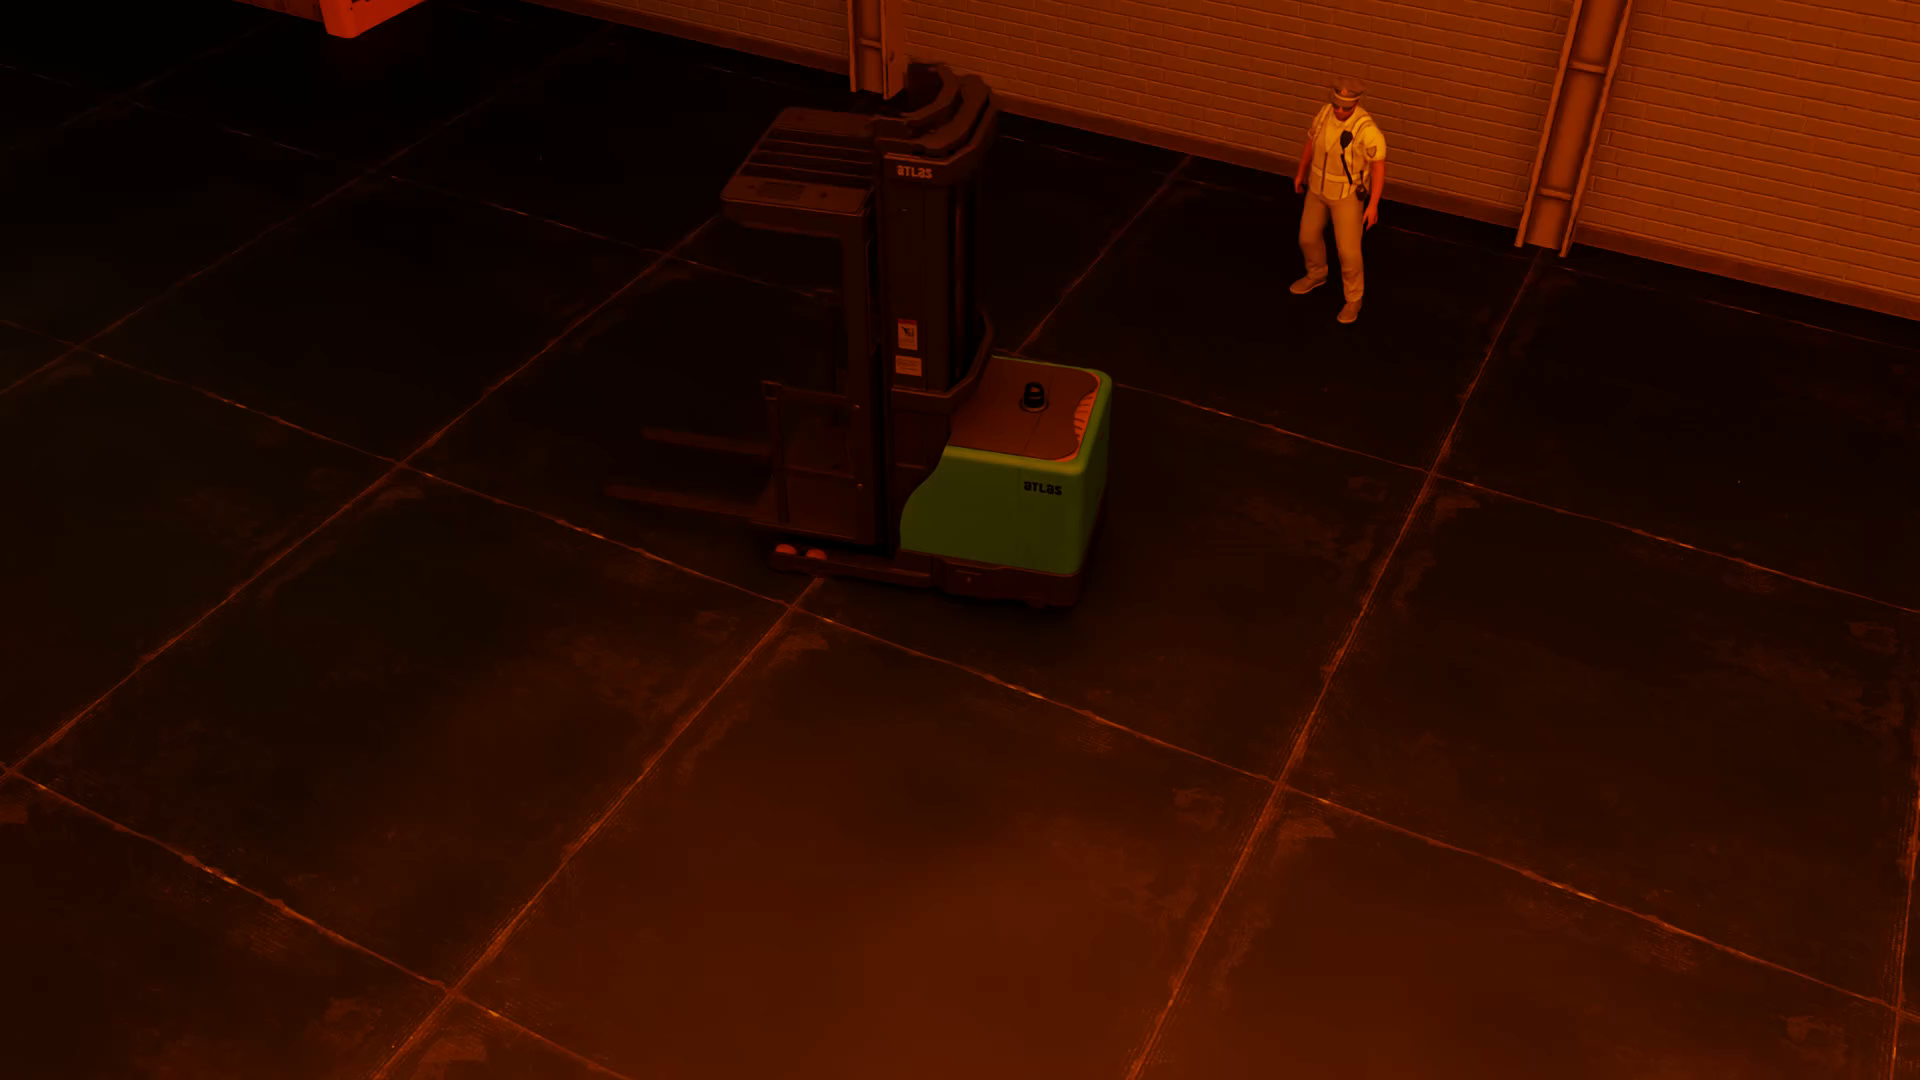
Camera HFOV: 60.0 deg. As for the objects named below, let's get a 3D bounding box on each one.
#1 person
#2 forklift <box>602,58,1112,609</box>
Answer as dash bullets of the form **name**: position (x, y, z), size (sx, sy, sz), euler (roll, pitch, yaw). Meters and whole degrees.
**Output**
- **person**: position (2.693, -2.486, 11.877), size (0.435, 1.724, 0.794), euler (-32, 50, -32)
- **forklift**: position (-0.665, -1.222, 9.437), size (3.031, 2.935, 1.130), euler (9, 41, 11)
